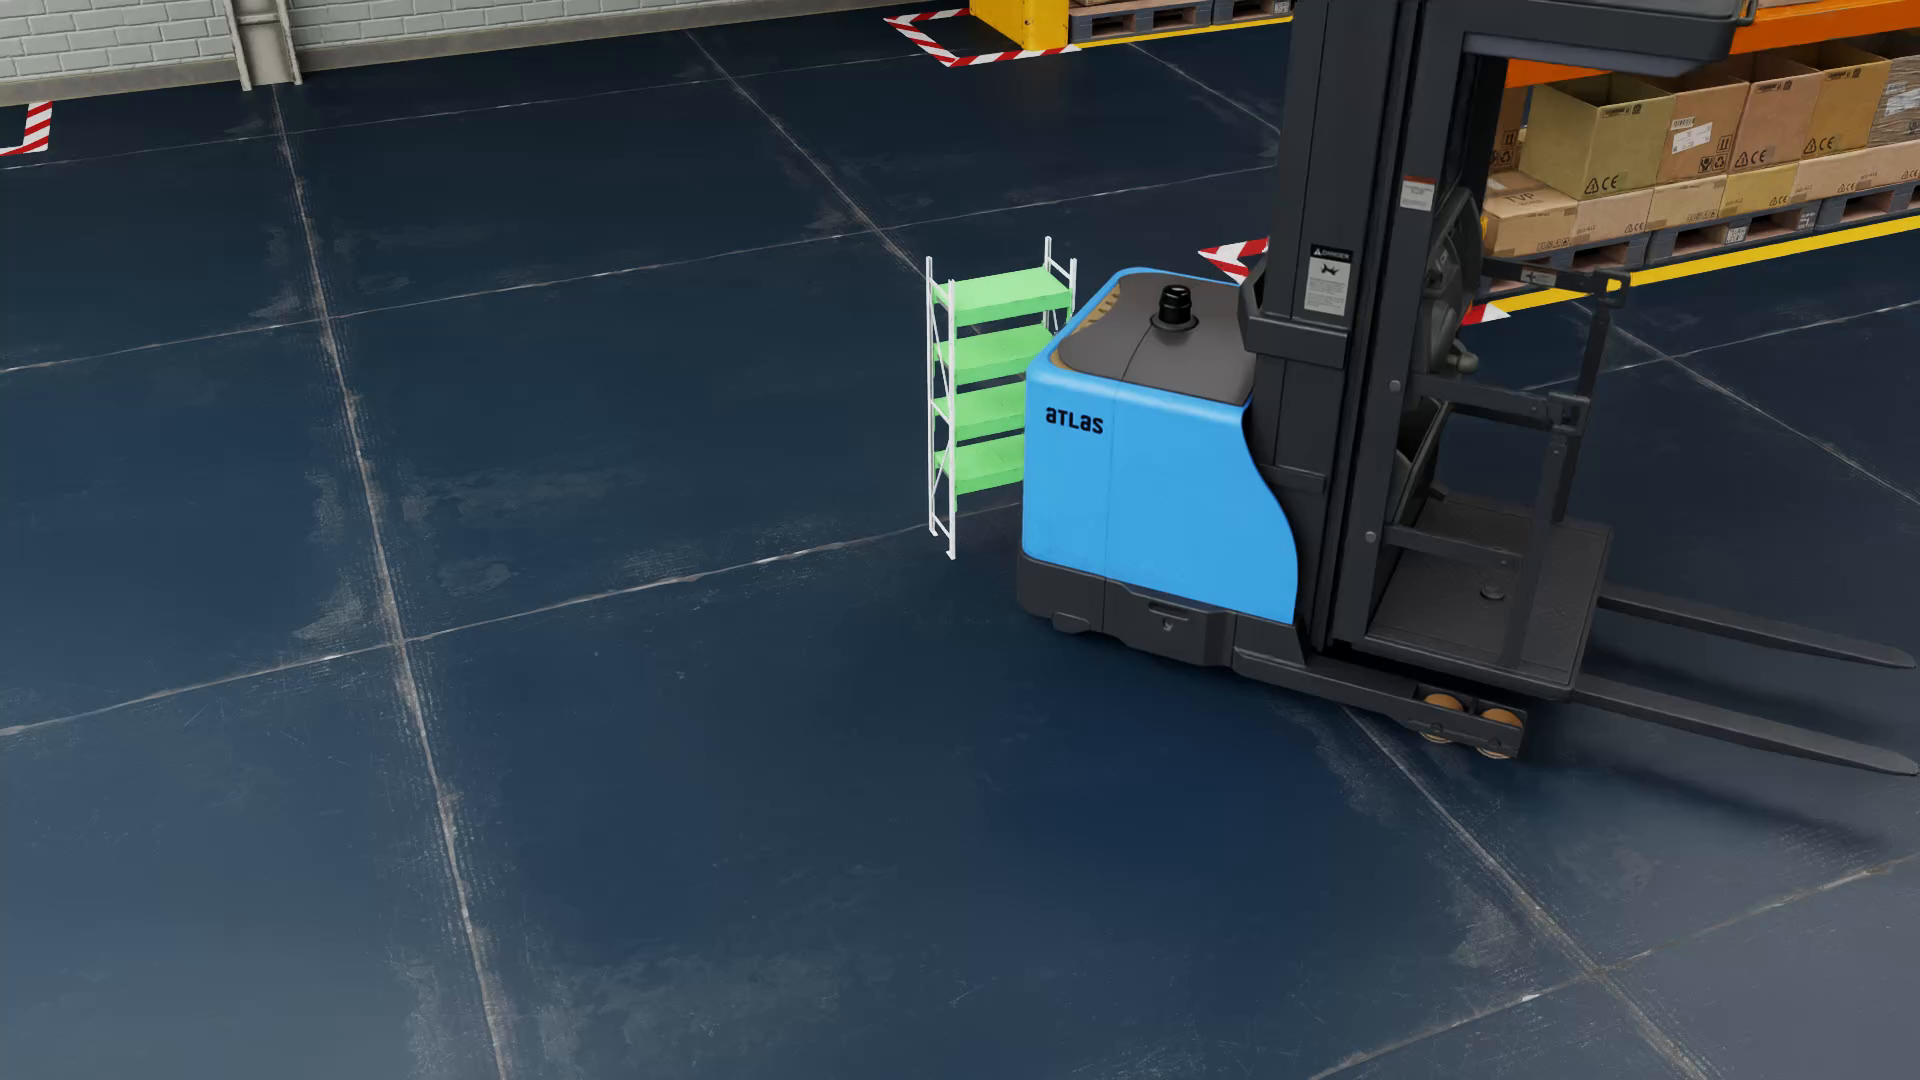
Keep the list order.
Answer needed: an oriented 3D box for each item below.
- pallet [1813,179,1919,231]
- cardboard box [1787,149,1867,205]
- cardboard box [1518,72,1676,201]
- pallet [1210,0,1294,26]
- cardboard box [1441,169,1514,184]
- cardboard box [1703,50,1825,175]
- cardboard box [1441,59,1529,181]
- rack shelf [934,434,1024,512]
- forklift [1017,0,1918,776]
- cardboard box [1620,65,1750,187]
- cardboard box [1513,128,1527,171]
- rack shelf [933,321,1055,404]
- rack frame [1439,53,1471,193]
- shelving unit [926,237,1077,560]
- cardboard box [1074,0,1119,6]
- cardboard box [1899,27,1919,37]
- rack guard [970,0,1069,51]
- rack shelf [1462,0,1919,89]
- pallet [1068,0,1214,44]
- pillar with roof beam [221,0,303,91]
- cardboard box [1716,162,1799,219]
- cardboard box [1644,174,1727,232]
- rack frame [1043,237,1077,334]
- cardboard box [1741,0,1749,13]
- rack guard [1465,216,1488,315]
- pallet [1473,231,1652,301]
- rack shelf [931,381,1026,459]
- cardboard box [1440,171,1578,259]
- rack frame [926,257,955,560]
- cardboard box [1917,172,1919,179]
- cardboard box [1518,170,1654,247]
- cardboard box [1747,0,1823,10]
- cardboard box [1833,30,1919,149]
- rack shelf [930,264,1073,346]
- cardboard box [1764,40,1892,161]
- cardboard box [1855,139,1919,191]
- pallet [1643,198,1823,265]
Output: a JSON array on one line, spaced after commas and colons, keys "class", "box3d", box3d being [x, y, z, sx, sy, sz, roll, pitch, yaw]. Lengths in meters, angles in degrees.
[{"class": "pallet", "box3d": [5.230, -2.216, 9.963, 1.213, 0.211, 1.003, -13, 35, -19]}, {"class": "cardboard box", "box3d": [4.716, -2.134, 9.416, 0.500, 0.250, 0.500, -13, 35, -19]}, {"class": "cardboard box", "box3d": [3.332, -2.133, 8.727, 0.500, 0.500, 0.500, -13, 35, -19]}, {"class": "pallet", "box3d": [2.326, -4.434, 13.371, 1.213, 0.211, 1.003, -13, 35, -19]}, {"class": "cardboard box", "box3d": [2.671, -1.973, 9.168, 0.500, 0.250, 0.500, -13, 35, -19]}, {"class": "cardboard box", "box3d": [4.256, -2.342, 9.048, 0.500, 0.500, 0.500, -13, 35, -19]}, {"class": "cardboard box", "box3d": [2.670, -2.288, 8.965, 0.500, 0.500, 0.500, -13, 35, -19]}, {"class": "rack shelf", "box3d": [0.153, -0.283, 6.642, 0.480, 0.148, 0.258, -13, 35, -19]}, {"class": "forklift", "box3d": [1.772, -0.821, 5.325, 3.031, 2.935, 1.130, 14, 36, 21]}, {"class": "cardboard box", "box3d": [3.788, -2.245, 8.899, 0.500, 0.500, 0.500, -13, 35, -19]}, {"class": "cardboard box", "box3d": [3.127, -2.084, 9.339, 0.500, 0.250, 0.500, -13, 35, -19]}, {"class": "rack shelf", "box3d": [0.153, -0.685, 6.380, 0.480, 0.148, 0.258, -13, 35, -19]}, {"class": "rack frame", "box3d": [2.291, -2.688, 8.130, 0.127, 3.000, 1.000, -13, 35, -19]}, {"class": "shelving unit", "box3d": [0.153, -0.538, 6.476, 0.503, 1.200, 0.258, -13, 35, -19]}, {"class": "cardboard box", "box3d": [1.043, -4.336, 12.726, 0.500, 0.311, 0.500, -17, 37, -24]}, {"class": "cardboard box", "box3d": [5.430, -2.929, 9.950, 0.500, 0.500, 0.500, -13, 35, -19]}, {"class": "rack guard", "box3d": [0.440, -4.146, 12.664, 0.348, 0.500, 1.175, -13, 35, -19]}, {"class": "rack shelf", "box3d": [4.135, -2.808, 8.975, 4.000, 0.370, 1.077, -13, 35, -19]}, {"class": "pallet", "box3d": [1.203, -4.179, 12.979, 1.213, 0.211, 1.003, -13, 35, -19]}, {"class": "pillar with roof beam", "box3d": [-3.185, -4.844, 5.943, 0.400, 9.000, 9.100, -13, 35, -19]}, {"class": "cardboard box", "box3d": [4.255, -2.028, 9.253, 0.500, 0.250, 0.500, -13, 35, -19]}, {"class": "cardboard box", "box3d": [3.792, -1.925, 9.095, 0.500, 0.250, 0.500, -13, 35, -19]}, {"class": "rack frame", "box3d": [0.378, -0.589, 6.556, 0.015, 1.200, 0.240, -13, 35, -19]}, {"class": "cardboard box", "box3d": [3.669, -3.037, 8.575, 0.500, 0.500, 0.700, -13, 35, -19]}, {"class": "rack guard", "box3d": [2.269, -1.635, 8.804, 0.348, 0.500, 1.175, -13, 35, -19]}, {"class": "pallet", "box3d": [2.980, -1.701, 9.171, 1.213, 0.211, 1.003, -13, 35, -19]}, {"class": "rack shelf", "box3d": [0.153, -0.484, 6.511, 0.480, 0.148, 0.258, -13, 35, -19]}, {"class": "cardboard box", "box3d": [2.872, -1.712, 8.768, 0.500, 0.250, 0.500, -13, 35, -19]}, {"class": "rack frame", "box3d": [-0.072, -0.486, 6.397, 0.015, 1.200, 0.240, -13, 35, -19]}, {"class": "cardboard box", "box3d": [5.636, -2.348, 9.744, 0.500, 0.250, 0.500, -13, 35, -19]}, {"class": "cardboard box", "box3d": [3.331, -1.820, 8.933, 0.500, 0.250, 0.500, -13, 35, -19]}, {"class": "cardboard box", "box3d": [4.153, -3.150, 8.749, 0.500, 0.500, 0.700, -12, 35, -18]}, {"class": "cardboard box", "box3d": [5.171, -2.562, 9.386, 0.500, 0.500, 0.500, -13, 35, -19]}, {"class": "rack shelf", "box3d": [0.153, -0.887, 6.250, 0.480, 0.148, 0.258, -13, 35, -19]}, {"class": "cardboard box", "box3d": [4.711, -2.455, 9.221, 0.500, 0.500, 0.500, -13, 35, -19]}, {"class": "cardboard box", "box3d": [5.171, -2.247, 9.589, 0.500, 0.250, 0.500, -13, 35, -19]}, {"class": "pallet", "box3d": [4.103, -1.957, 9.564, 1.213, 0.211, 1.003, -13, 35, -19]}]
